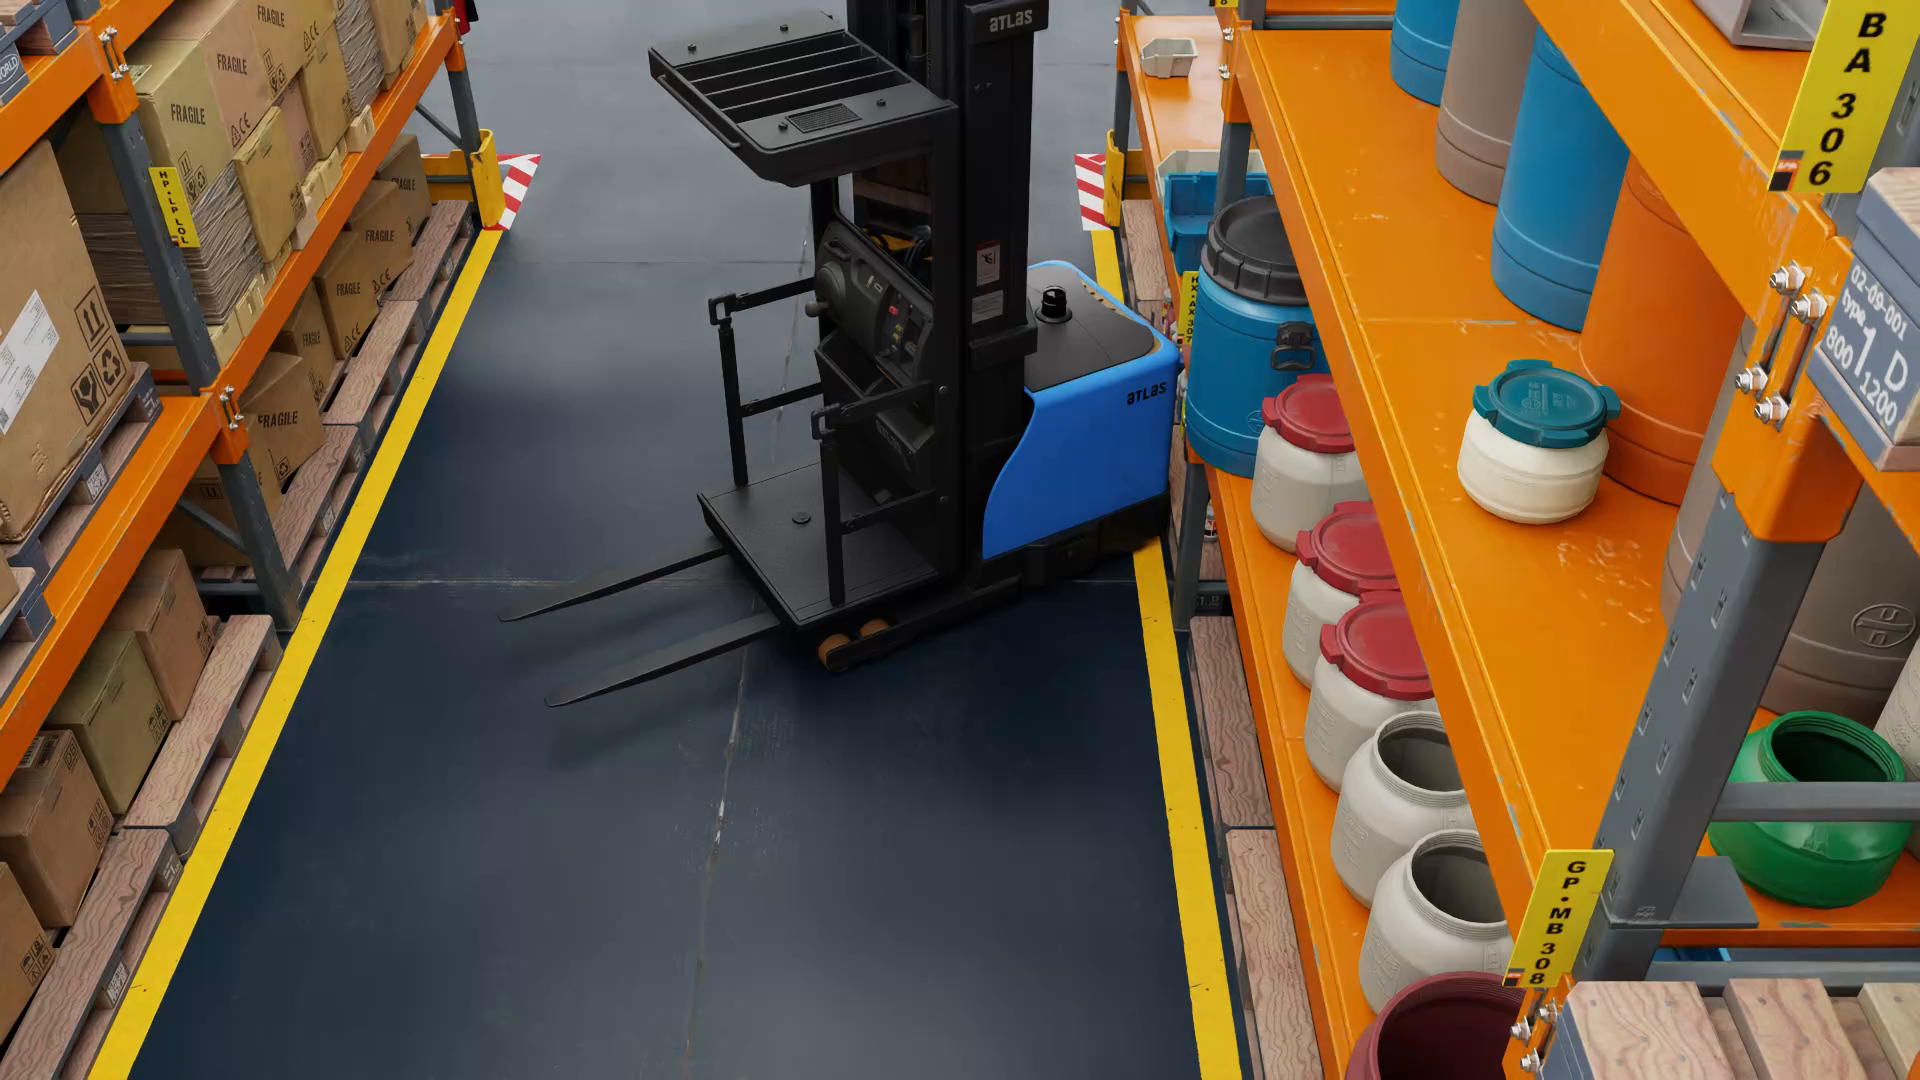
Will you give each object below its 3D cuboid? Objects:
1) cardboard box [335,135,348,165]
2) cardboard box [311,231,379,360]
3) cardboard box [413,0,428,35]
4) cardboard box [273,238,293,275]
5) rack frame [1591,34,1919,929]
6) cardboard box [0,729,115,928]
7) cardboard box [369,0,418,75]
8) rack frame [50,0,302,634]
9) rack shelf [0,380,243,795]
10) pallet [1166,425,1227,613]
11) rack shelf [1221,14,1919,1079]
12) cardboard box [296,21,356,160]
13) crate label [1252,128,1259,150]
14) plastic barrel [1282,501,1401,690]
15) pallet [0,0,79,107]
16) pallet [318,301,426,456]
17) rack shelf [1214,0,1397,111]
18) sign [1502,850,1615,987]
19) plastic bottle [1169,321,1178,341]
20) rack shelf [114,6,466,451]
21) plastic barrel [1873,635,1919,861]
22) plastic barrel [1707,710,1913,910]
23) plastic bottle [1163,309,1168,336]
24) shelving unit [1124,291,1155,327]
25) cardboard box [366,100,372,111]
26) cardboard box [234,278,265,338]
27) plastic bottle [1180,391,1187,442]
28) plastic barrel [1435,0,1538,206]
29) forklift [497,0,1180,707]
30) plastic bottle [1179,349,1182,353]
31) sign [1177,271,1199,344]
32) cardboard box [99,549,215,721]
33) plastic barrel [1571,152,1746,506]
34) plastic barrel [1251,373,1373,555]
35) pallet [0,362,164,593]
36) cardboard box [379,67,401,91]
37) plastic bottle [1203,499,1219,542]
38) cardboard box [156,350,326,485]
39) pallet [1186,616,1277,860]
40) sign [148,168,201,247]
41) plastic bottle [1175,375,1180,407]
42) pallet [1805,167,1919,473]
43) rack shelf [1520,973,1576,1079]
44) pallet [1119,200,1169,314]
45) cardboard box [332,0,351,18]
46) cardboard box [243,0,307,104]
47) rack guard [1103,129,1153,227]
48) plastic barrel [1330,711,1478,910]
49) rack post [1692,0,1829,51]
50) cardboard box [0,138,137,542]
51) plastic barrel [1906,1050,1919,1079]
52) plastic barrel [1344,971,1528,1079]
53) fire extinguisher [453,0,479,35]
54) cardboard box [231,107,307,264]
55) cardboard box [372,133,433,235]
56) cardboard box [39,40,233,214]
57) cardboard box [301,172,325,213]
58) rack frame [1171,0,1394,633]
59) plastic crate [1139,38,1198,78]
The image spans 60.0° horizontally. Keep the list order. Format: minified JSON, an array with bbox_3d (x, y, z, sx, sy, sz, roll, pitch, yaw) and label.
[{"bbox_3d":[-3.253,-1.919,8.192,0.380,0.149,0.250,0,39,0],"label":"cardboard box"},{"bbox_3d":[-3.496,-1.322,8.910,0.500,0.500,0.500,3,39,4],"label":"cardboard box"},{"bbox_3d":[-3.290,-3.013,9.558,0.380,0.149,0.250,0,39,0],"label":"cardboard box"},{"bbox_3d":[-3.217,-1.294,7.412,0.380,0.149,0.250,0,39,0],"label":"cardboard box"},{"bbox_3d":[1.465,-0.631,1.587,1.000,3.000,0.127,0,39,0],"label":"rack frame"},{"bbox_3d":[-3.531,1.048,5.936,0.700,0.500,0.500,-3,39,-4],"label":"cardboard box"},{"bbox_3d":[-3.403,-2.788,8.758,0.875,0.500,0.500,0,39,0],"label":"cardboard box"},{"bbox_3d":[-3.493,-0.788,6.580,1.000,3.000,0.127,0,39,0],"label":"rack frame"},{"bbox_3d":[-3.490,0.743,5.244,1.077,0.370,4.000,0,39,0],"label":"rack shelf"},{"bbox_3d":[1.501,-0.123,7.981,1.003,0.211,1.213,0,39,0],"label":"pallet"},{"bbox_3d":[1.463,-0.431,4.311,1.077,0.370,4.000,0,39,0],"label":"rack shelf"},{"bbox_3d":[-3.457,-2.163,7.978,0.875,0.500,0.500,0,39,0],"label":"cardboard box"},{"bbox_3d":[1.728,-2.156,8.259,0.502,0.435,0.616,0,39,0],"label":"crate label"},{"bbox_3d":[1.243,0.213,5.223,0.433,0.535,0.433,0,39,0],"label":"plastic barrel"},{"bbox_3d":[-3.598,-1.499,5.219,1.213,0.211,1.003,0,39,0],"label":"pallet"},{"bbox_3d":[-3.533,-0.885,8.931,1.003,0.211,1.213,0,39,0],"label":"pallet"},{"bbox_3d":[1.458,-2.932,7.432,1.077,0.370,4.000,0,39,0],"label":"rack shelf"},{"bbox_3d":[0.915,0.585,2.552,0.100,0.325,0.005,0,39,0],"label":"sign"},{"bbox_3d":[1.147,-1.052,8.739,0.097,0.271,0.097,0,39,0],"label":"plastic bottle"},{"bbox_3d":[-3.495,-1.758,8.366,1.077,0.370,4.000,0,39,0],"label":"rack shelf"},{"bbox_3d":[1.771,0.301,2.733,0.421,0.512,0.421,0,39,0],"label":"plastic barrel"},{"bbox_3d":[1.414,0.446,2.766,0.294,0.245,0.294,0,39,0],"label":"plastic barrel"},{"bbox_3d":[1.146,-1.174,8.948,0.097,0.201,0.097,0,39,0],"label":"plastic bottle"},{"bbox_3d":[0.777,-0.762,8.226,0.210,0.900,0.258,-20,43,-23],"label":"shelving unit"},{"bbox_3d":[-3.273,-2.232,8.582,0.380,0.149,0.250,0,39,0],"label":"cardboard box"},{"bbox_3d":[-3.179,-0.981,7.022,0.380,0.149,0.250,0,39,0],"label":"cardboard box"},{"bbox_3d":[1.171,-0.654,8.179,0.144,0.351,0.185,0,39,0],"label":"plastic bottle"},{"bbox_3d":[1.679,-1.431,4.583,0.600,0.901,0.600,0,39,0],"label":"plastic barrel"},{"bbox_3d":[-0.542,-0.946,6.832,3.031,2.935,1.130,-20,43,-23],"label":"forklift"},{"bbox_3d":[1.147,-0.900,8.606,0.097,0.201,0.097,0,39,0],"label":"plastic bottle"},{"bbox_3d":[0.910,-0.906,6.506,0.100,0.325,0.005,0,39,0],"label":"sign"},{"bbox_3d":[-3.513,0.400,6.745,0.700,0.500,0.500,-3,39,-4],"label":"cardboard box"},{"bbox_3d":[1.680,-0.551,3.542,0.600,0.830,0.708,0,39,0],"label":"plastic barrel"},{"bbox_3d":[1.242,-0.246,5.795,0.433,0.535,0.433,0,39,0],"label":"plastic barrel"},{"bbox_3d":[-3.637,-0.235,6.044,1.003,0.211,1.213,0,39,0],"label":"pallet"},{"bbox_3d":[-3.254,-2.544,8.973,0.380,0.149,0.250,0,39,0],"label":"cardboard box"},{"bbox_3d":[1.148,-0.098,7.605,0.097,0.201,0.097,0,39,0],"label":"plastic bottle"},{"bbox_3d":[-3.461,-0.585,7.990,0.500,0.500,0.500,12,40,14],"label":"cardboard box"},{"bbox_3d":[1.500,0.788,6.844,1.003,0.211,1.213,0,39,0],"label":"pallet"},{"bbox_3d":[-2.937,-1.242,6.221,0.100,0.325,0.005,0,39,0],"label":"sign"},{"bbox_3d":[1.147,-0.771,8.445,0.097,0.201,0.097,0,39,0],"label":"plastic bottle"},{"bbox_3d":[1.435,0.050,1.208,1.213,0.211,1.003,0,39,0],"label":"pallet"},{"bbox_3d":[1.467,2.071,1.189,1.077,0.370,4.000,0,39,0],"label":"rack shelf"},{"bbox_3d":[1.499,-1.649,9.885,1.003,0.211,1.213,0,39,0],"label":"pallet"},{"bbox_3d":[-3.245,-2.866,8.055,0.500,0.500,0.500,0,39,0],"label":"cardboard box"},{"bbox_3d":[-3.241,-2.240,7.275,0.500,0.500,0.500,0,39,0],"label":"cardboard box"},{"bbox_3d":[1.503,-2.270,10.428,1.175,0.500,0.348,0,39,0],"label":"rack guard"},{"bbox_3d":[1.250,0.760,4.560,0.421,0.512,0.421,0,39,0],"label":"plastic barrel"},{"bbox_3d":[1.549,-1.979,3.109,1.013,1.000,3.121,0,39,0],"label":"rack post"},{"bbox_3d":[-3.632,-0.689,5.641,1.000,1.000,1.000,0,39,0],"label":"cardboard box"},{"bbox_3d":[1.463,0.563,1.817,0.600,0.830,0.708,0,39,0],"label":"plastic barrel"},{"bbox_3d":[1.162,1.367,3.783,0.600,0.536,0.708,0,39,0],"label":"plastic barrel"},{"bbox_3d":[-3.036,-3.331,9.815,0.296,0.674,0.183,0,39,0],"label":"fire extinguisher"},{"bbox_3d":[-3.397,-1.537,7.197,0.875,0.500,0.500,0,39,0],"label":"cardboard box"},{"bbox_3d":[-3.513,-2.087,9.865,0.500,0.500,0.500,7,39,8],"label":"cardboard box"},{"bbox_3d":[-3.239,-1.615,6.495,0.500,0.500,0.500,0,39,0],"label":"cardboard box"},{"bbox_3d":[-3.218,-1.606,7.802,0.380,0.149,0.250,0,39,0],"label":"cardboard box"},{"bbox_3d":[1.460,-0.792,6.585,1.000,3.000,0.127,0,39,0],"label":"rack frame"},{"bbox_3d":[1.135,-2.630,9.090,0.298,0.136,0.250,0,39,0],"label":"plastic crate"}]
